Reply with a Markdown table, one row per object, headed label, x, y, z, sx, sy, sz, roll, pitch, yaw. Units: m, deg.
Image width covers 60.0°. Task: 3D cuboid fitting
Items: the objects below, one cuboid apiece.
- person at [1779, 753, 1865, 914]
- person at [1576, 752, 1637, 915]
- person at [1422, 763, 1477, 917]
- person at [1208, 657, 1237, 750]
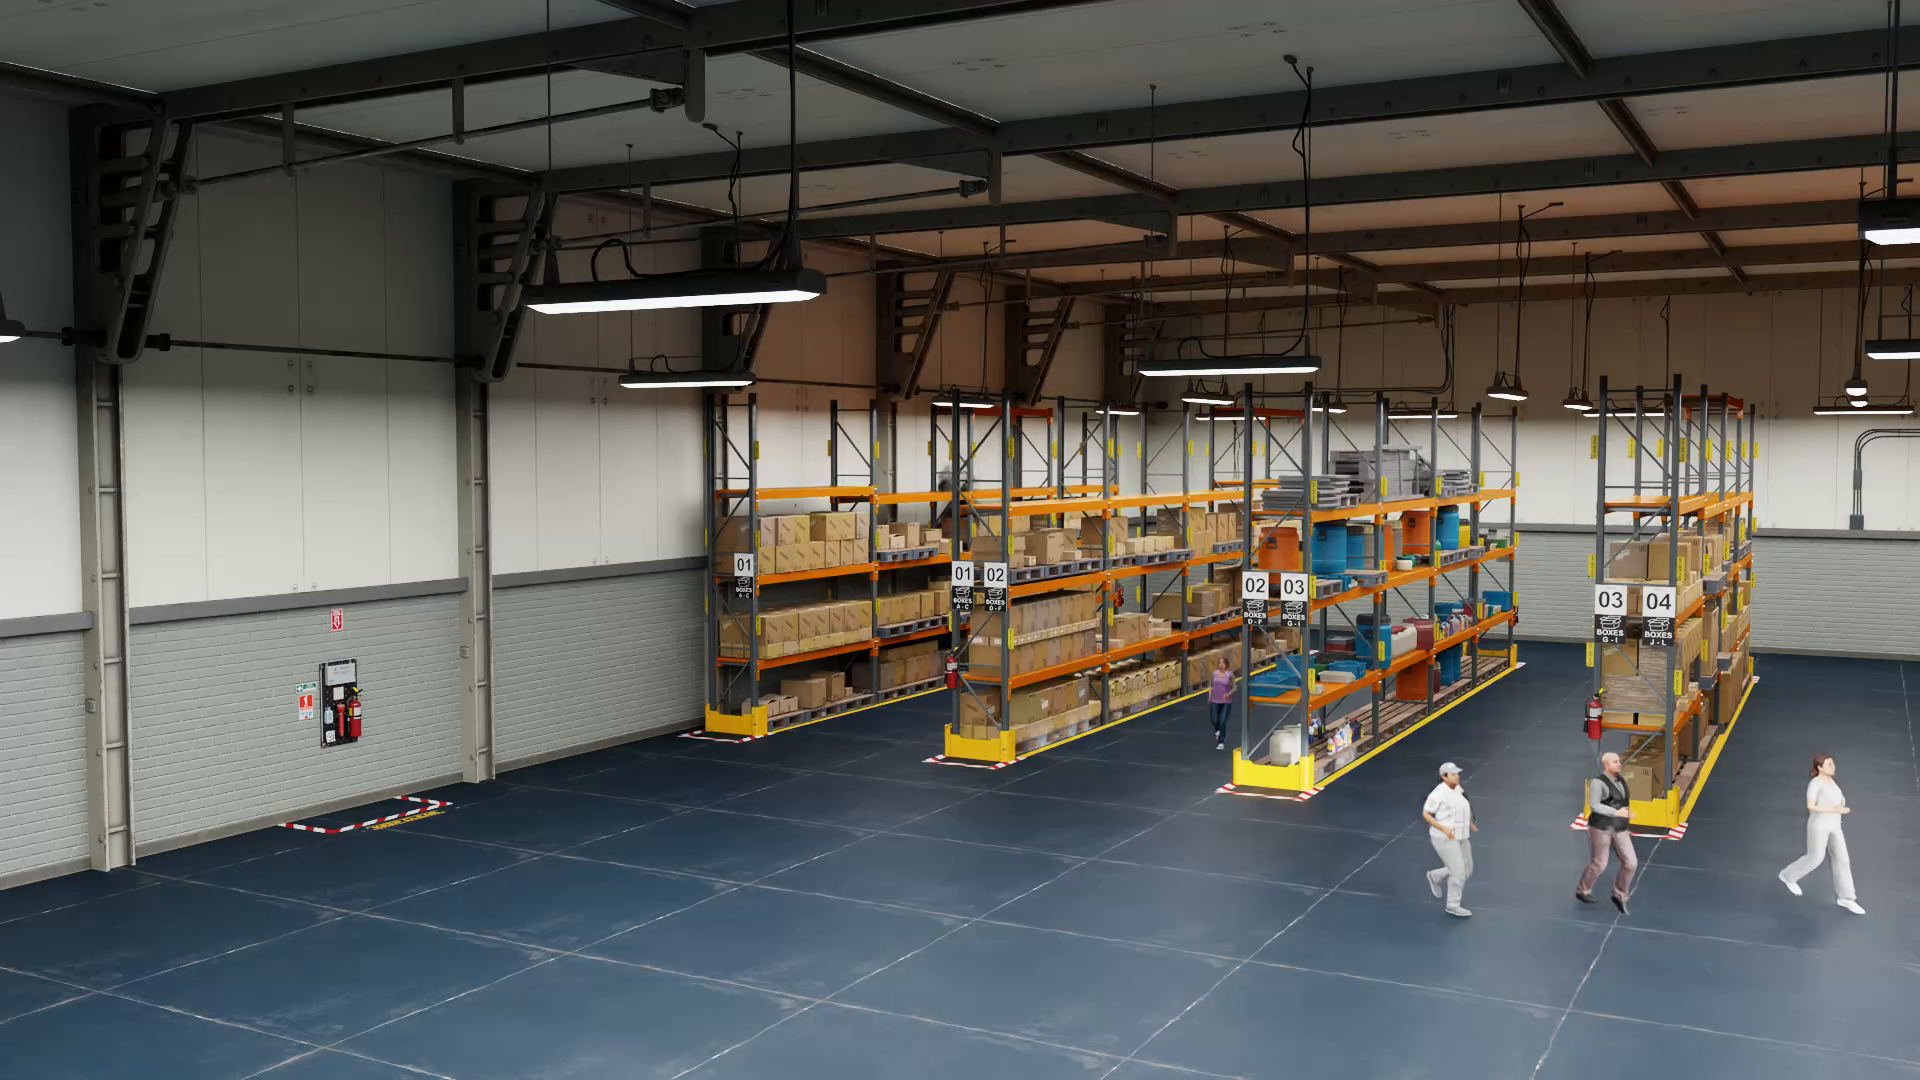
| label | x | y | z | sx | sy | sz | roll | pitch | yaw |
| --- | --- | --- | --- | --- | --- | --- | --- | --- | --- |
| person | 9.427 | 3.164 | 18.174 | 0.569 | 1.671 | 0.955 | -2 | 4 | -29 |
| person | 7.039 | 3.188 | 18.006 | 0.675 | 1.799 | 0.748 | -2 | 4 | -29 |
| person | 5.280 | 3.216 | 18.028 | 0.611 | 1.619 | 0.664 | -2 | 4 | -37 |
| person | 4.366 | 2.726 | 27.801 | 0.507 | 1.552 | 0.512 | 1 | 3 | 21 |
